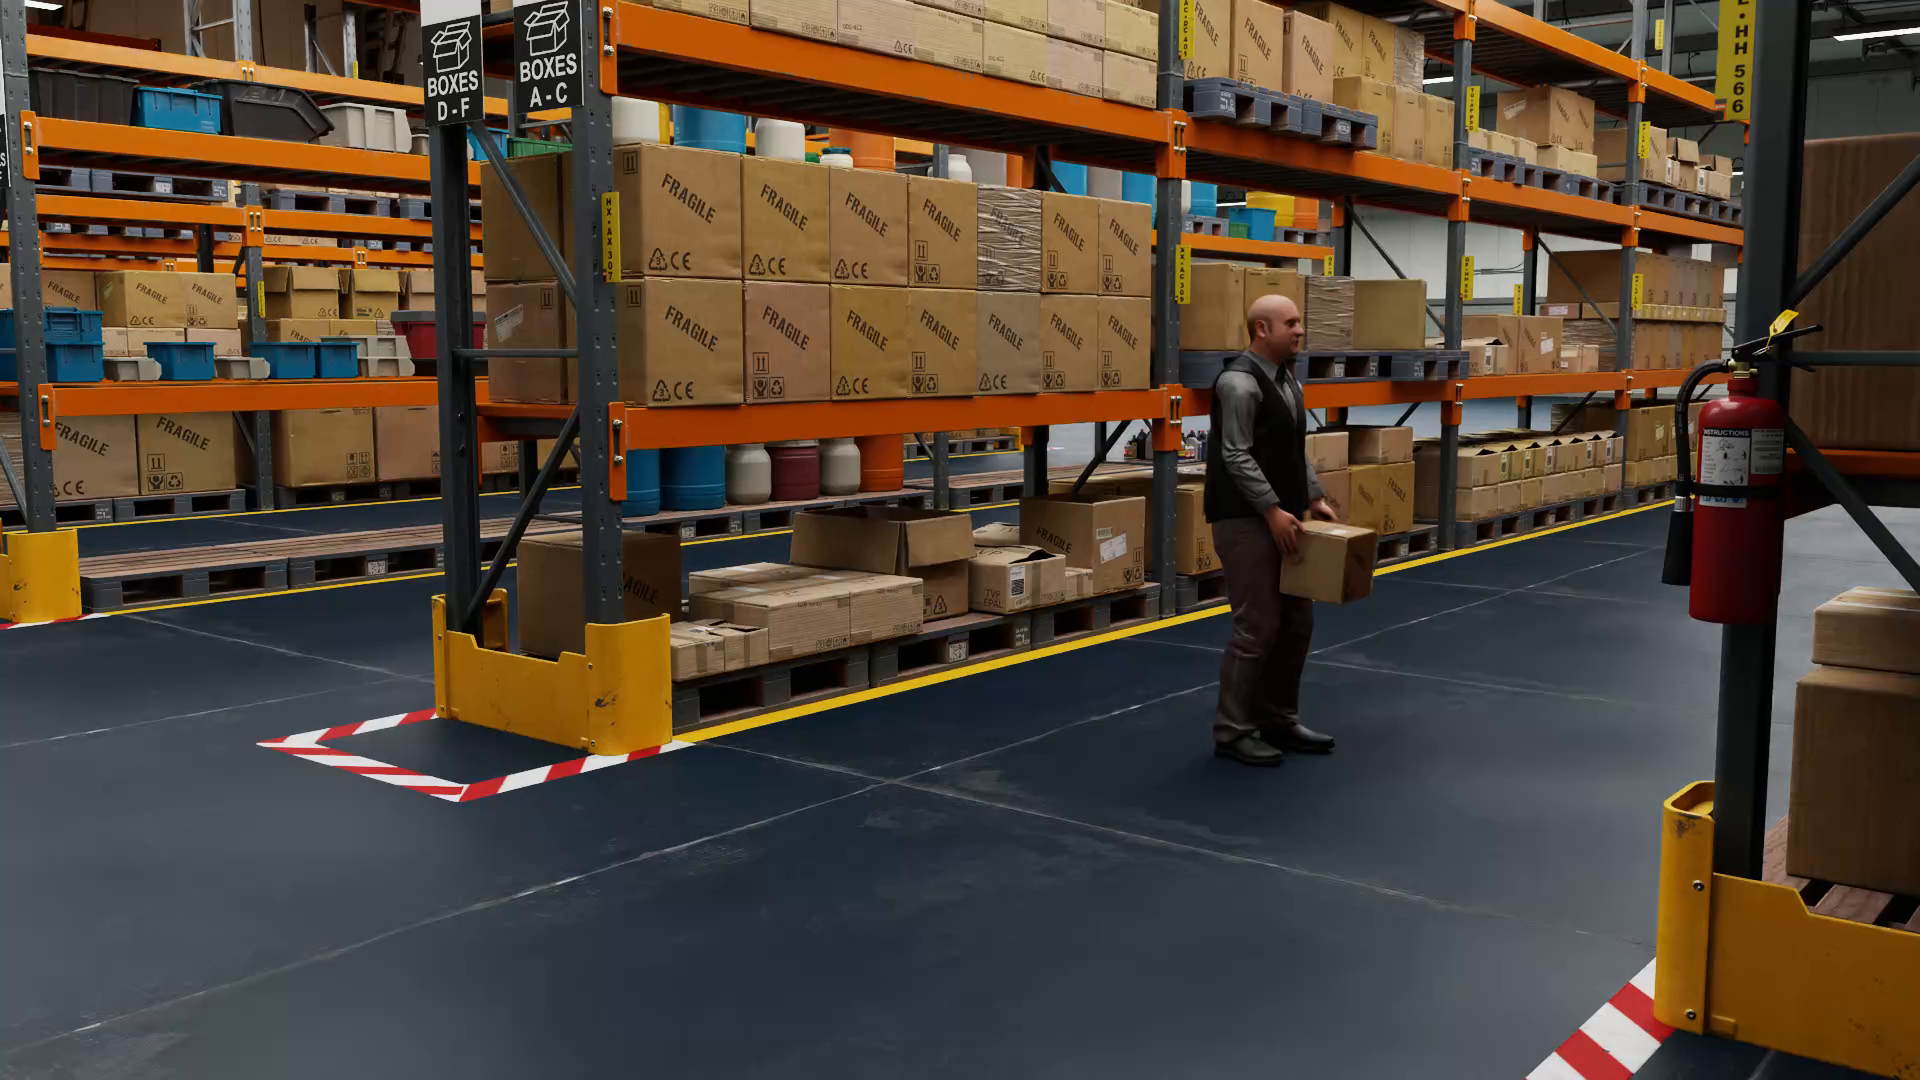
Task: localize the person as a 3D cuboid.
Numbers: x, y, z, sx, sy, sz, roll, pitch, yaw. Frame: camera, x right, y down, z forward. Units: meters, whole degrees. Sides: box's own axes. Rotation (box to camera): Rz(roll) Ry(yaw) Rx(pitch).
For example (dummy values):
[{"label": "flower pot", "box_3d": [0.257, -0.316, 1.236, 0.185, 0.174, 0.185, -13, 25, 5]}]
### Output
[{"label": "person", "box_3d": [1.165, -0.054, 6.273, 0.469, 1.727, 0.548, 5, 8, 37]}]
